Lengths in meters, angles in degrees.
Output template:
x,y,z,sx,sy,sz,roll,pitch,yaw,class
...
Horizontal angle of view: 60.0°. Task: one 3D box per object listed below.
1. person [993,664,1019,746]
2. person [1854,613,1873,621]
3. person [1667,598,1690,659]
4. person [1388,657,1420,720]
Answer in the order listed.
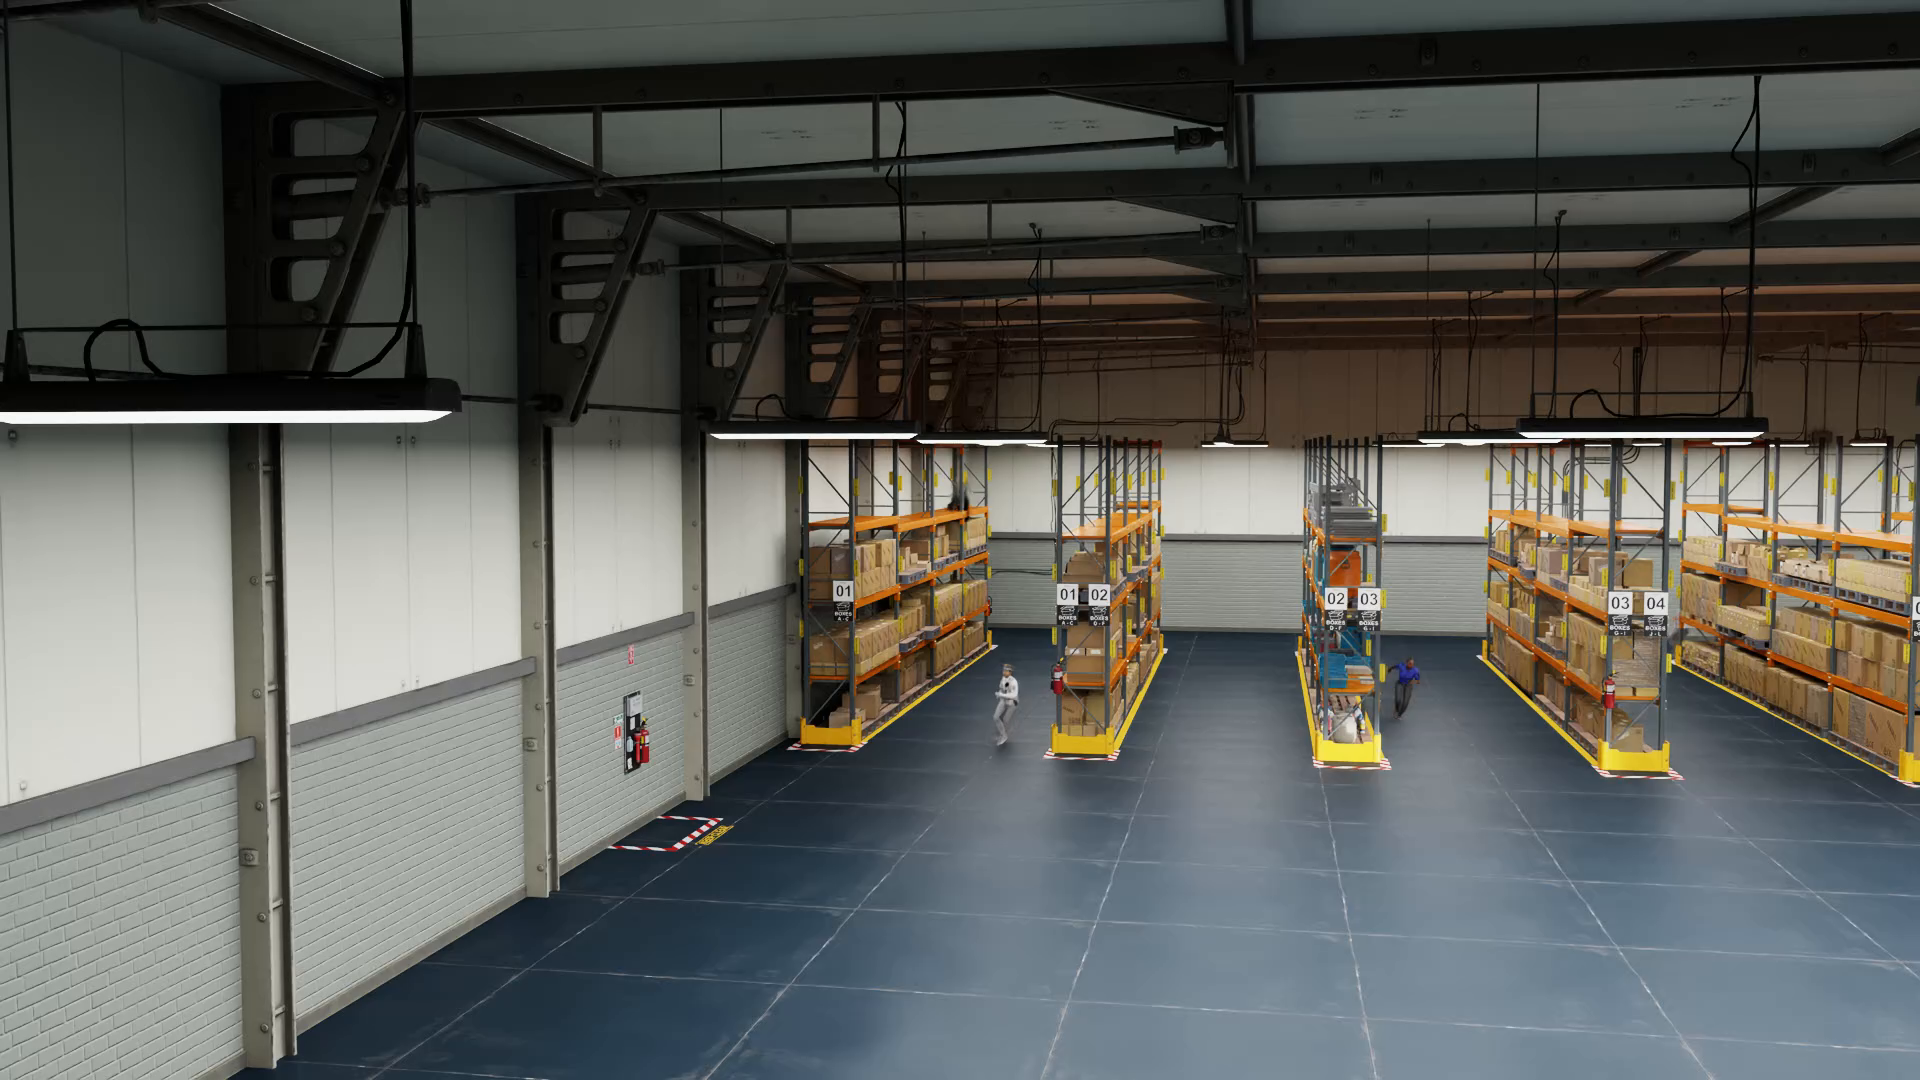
x,y,z,sx,sy,sz,roll,pitch,yaw,class
0.889,3.162,32.243,0.744,1.593,0.667,2,4,38,person
24.962,2.346,45.761,0.887,1.843,0.645,0,3,-7,person
19.758,2.409,45.477,0.694,1.796,0.644,-1,3,-13,person
9.347,3.117,34.951,0.593,1.406,0.975,0,3,7,person
